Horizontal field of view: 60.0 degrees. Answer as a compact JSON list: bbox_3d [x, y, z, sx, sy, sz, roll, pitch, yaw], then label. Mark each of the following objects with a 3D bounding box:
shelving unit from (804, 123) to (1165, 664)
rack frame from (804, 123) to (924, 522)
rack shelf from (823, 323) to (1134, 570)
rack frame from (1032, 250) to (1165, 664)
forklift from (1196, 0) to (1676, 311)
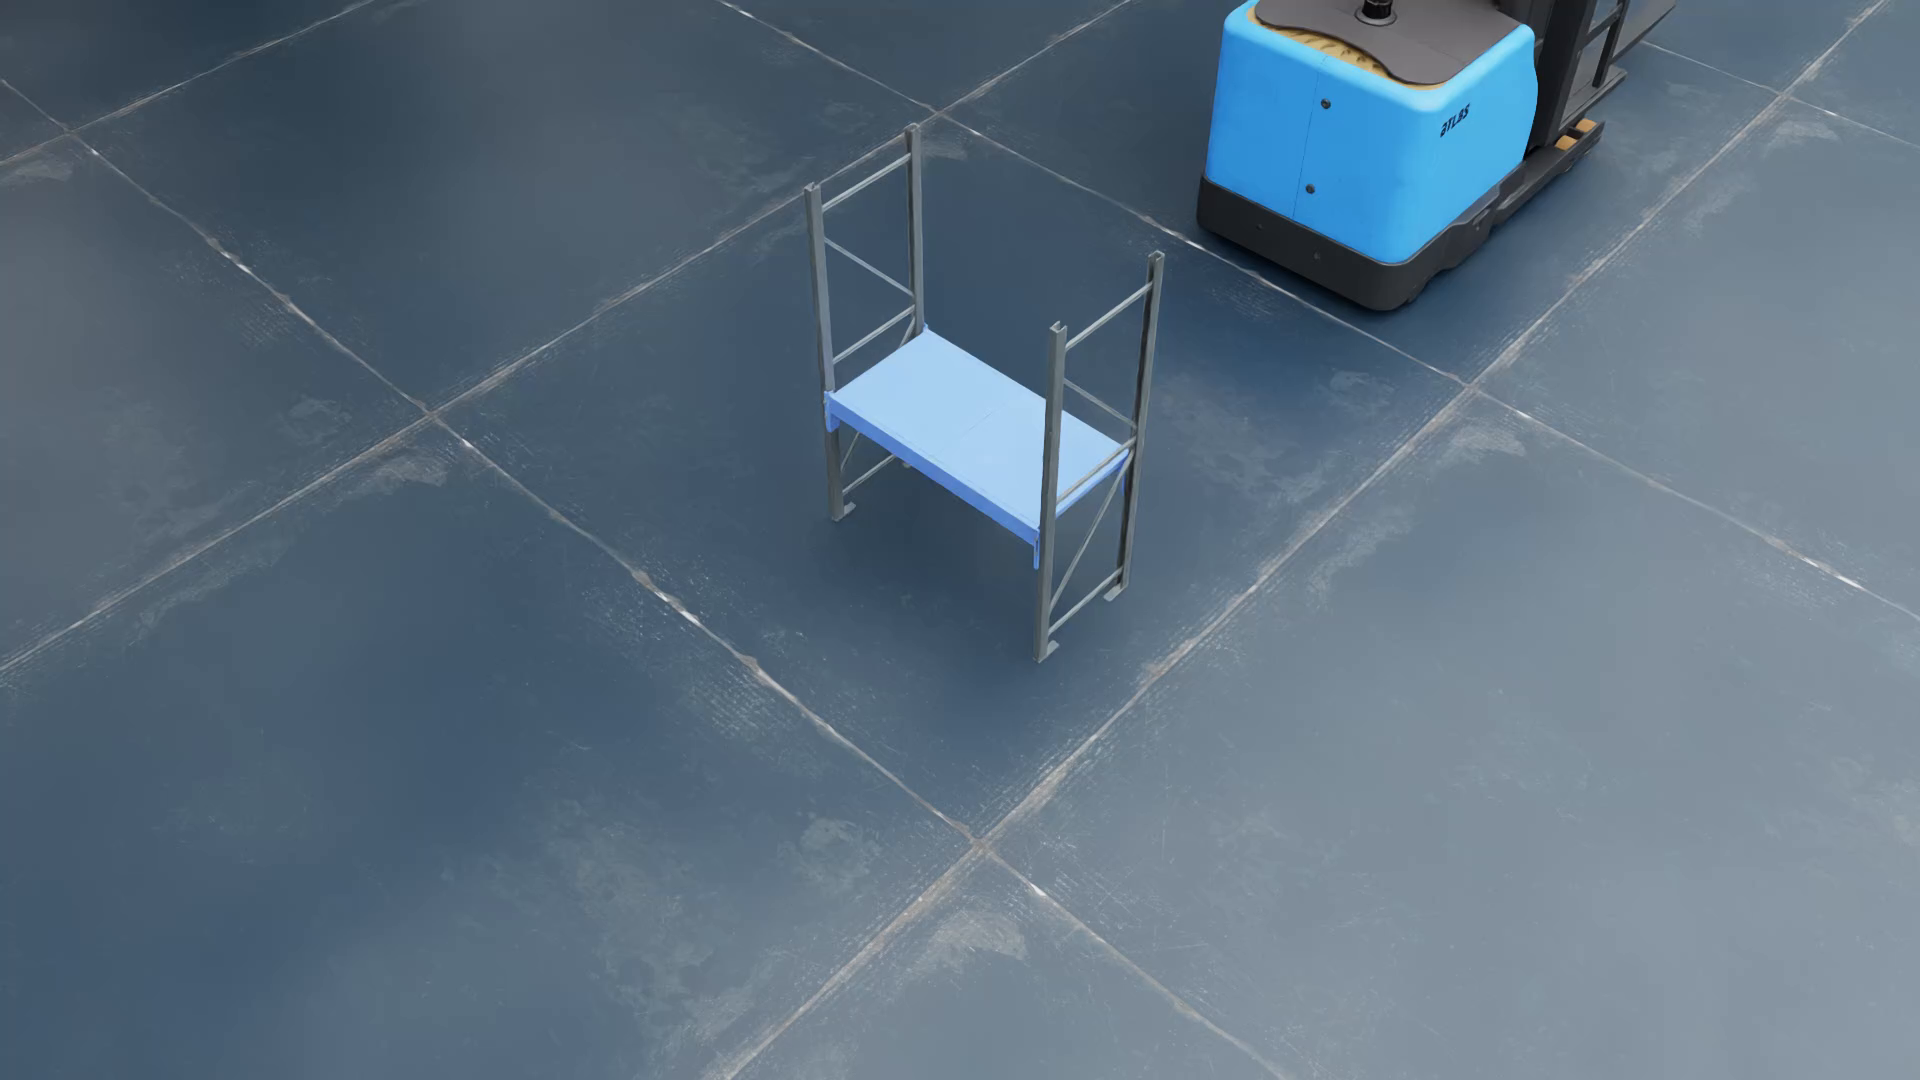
[{"bbox_3d":[0.063,-0.471,5.664,1.048,1.500,0.538,34,55,28],"label":"shelving unit"},{"bbox_3d":[-0.311,-0.723,5.900,0.032,1.500,0.500,34,55,28],"label":"rack frame"},{"bbox_3d":[0.063,-0.348,5.795,1.000,0.185,0.538,34,55,28],"label":"rack shelf"},{"bbox_3d":[0.436,-0.220,5.428,0.032,1.500,0.500,34,55,28],"label":"rack frame"},{"bbox_3d":[2.426,-2.972,7.030,1.130,2.935,3.031,33,55,27],"label":"forklift"}]
